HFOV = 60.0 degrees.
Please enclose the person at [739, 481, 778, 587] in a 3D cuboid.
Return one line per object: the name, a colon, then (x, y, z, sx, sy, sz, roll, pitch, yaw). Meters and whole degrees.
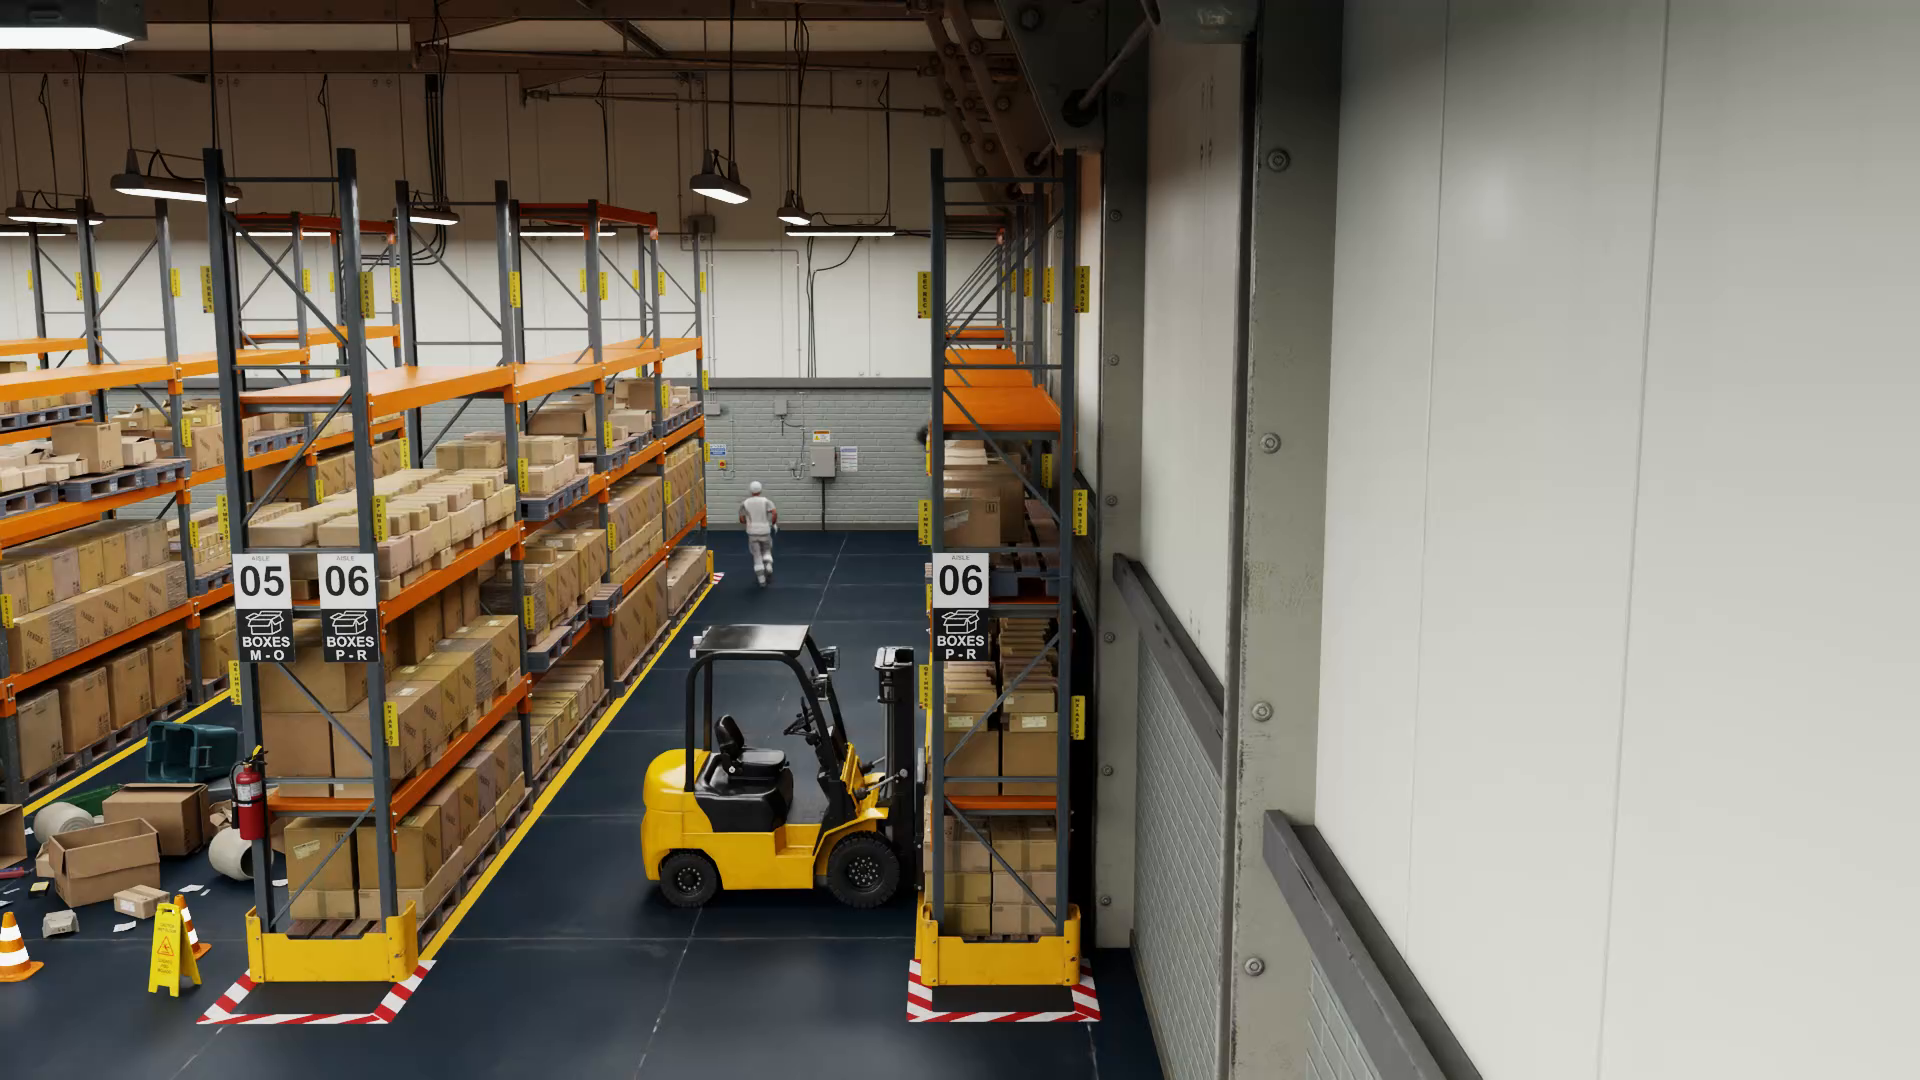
person: (-3.347, -0.117, 27.634, 0.637, 1.735, 0.643, -1, 9, -6)
